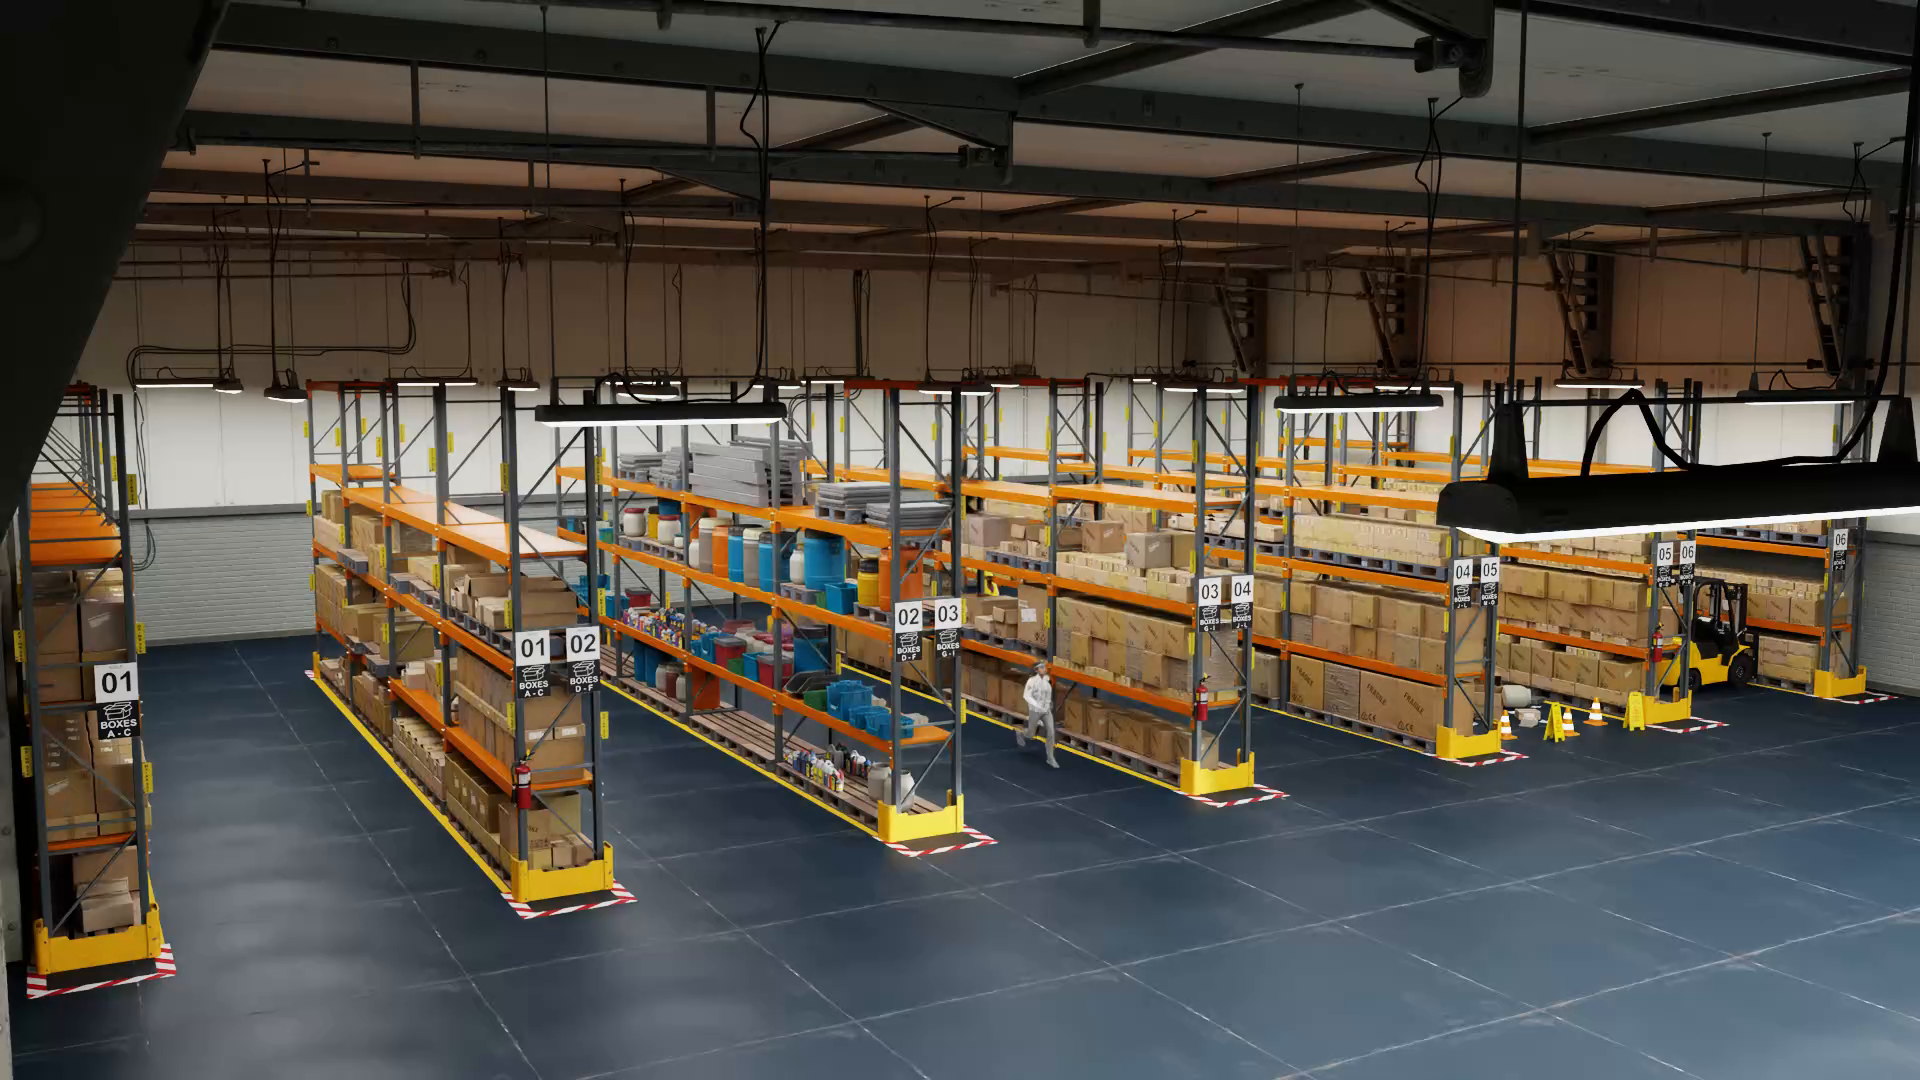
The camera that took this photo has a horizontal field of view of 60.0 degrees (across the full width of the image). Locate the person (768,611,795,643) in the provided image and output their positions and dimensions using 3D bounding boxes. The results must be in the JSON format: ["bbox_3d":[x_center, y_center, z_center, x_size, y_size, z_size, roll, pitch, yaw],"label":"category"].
[{"bbox_3d":[-3.389,2.136,31.892,0.541,1.578,0.886,-6,8,-42],"label":"person"}]

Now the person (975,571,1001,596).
[{"bbox_3d":[0.675,1.559,36.894,0.713,1.742,0.928,-3,7,-26],"label":"person"}]

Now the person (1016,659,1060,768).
[{"bbox_3d":[1.240,2.716,26.400,0.590,1.695,1.039,-4,7,-30],"label":"person"}]
